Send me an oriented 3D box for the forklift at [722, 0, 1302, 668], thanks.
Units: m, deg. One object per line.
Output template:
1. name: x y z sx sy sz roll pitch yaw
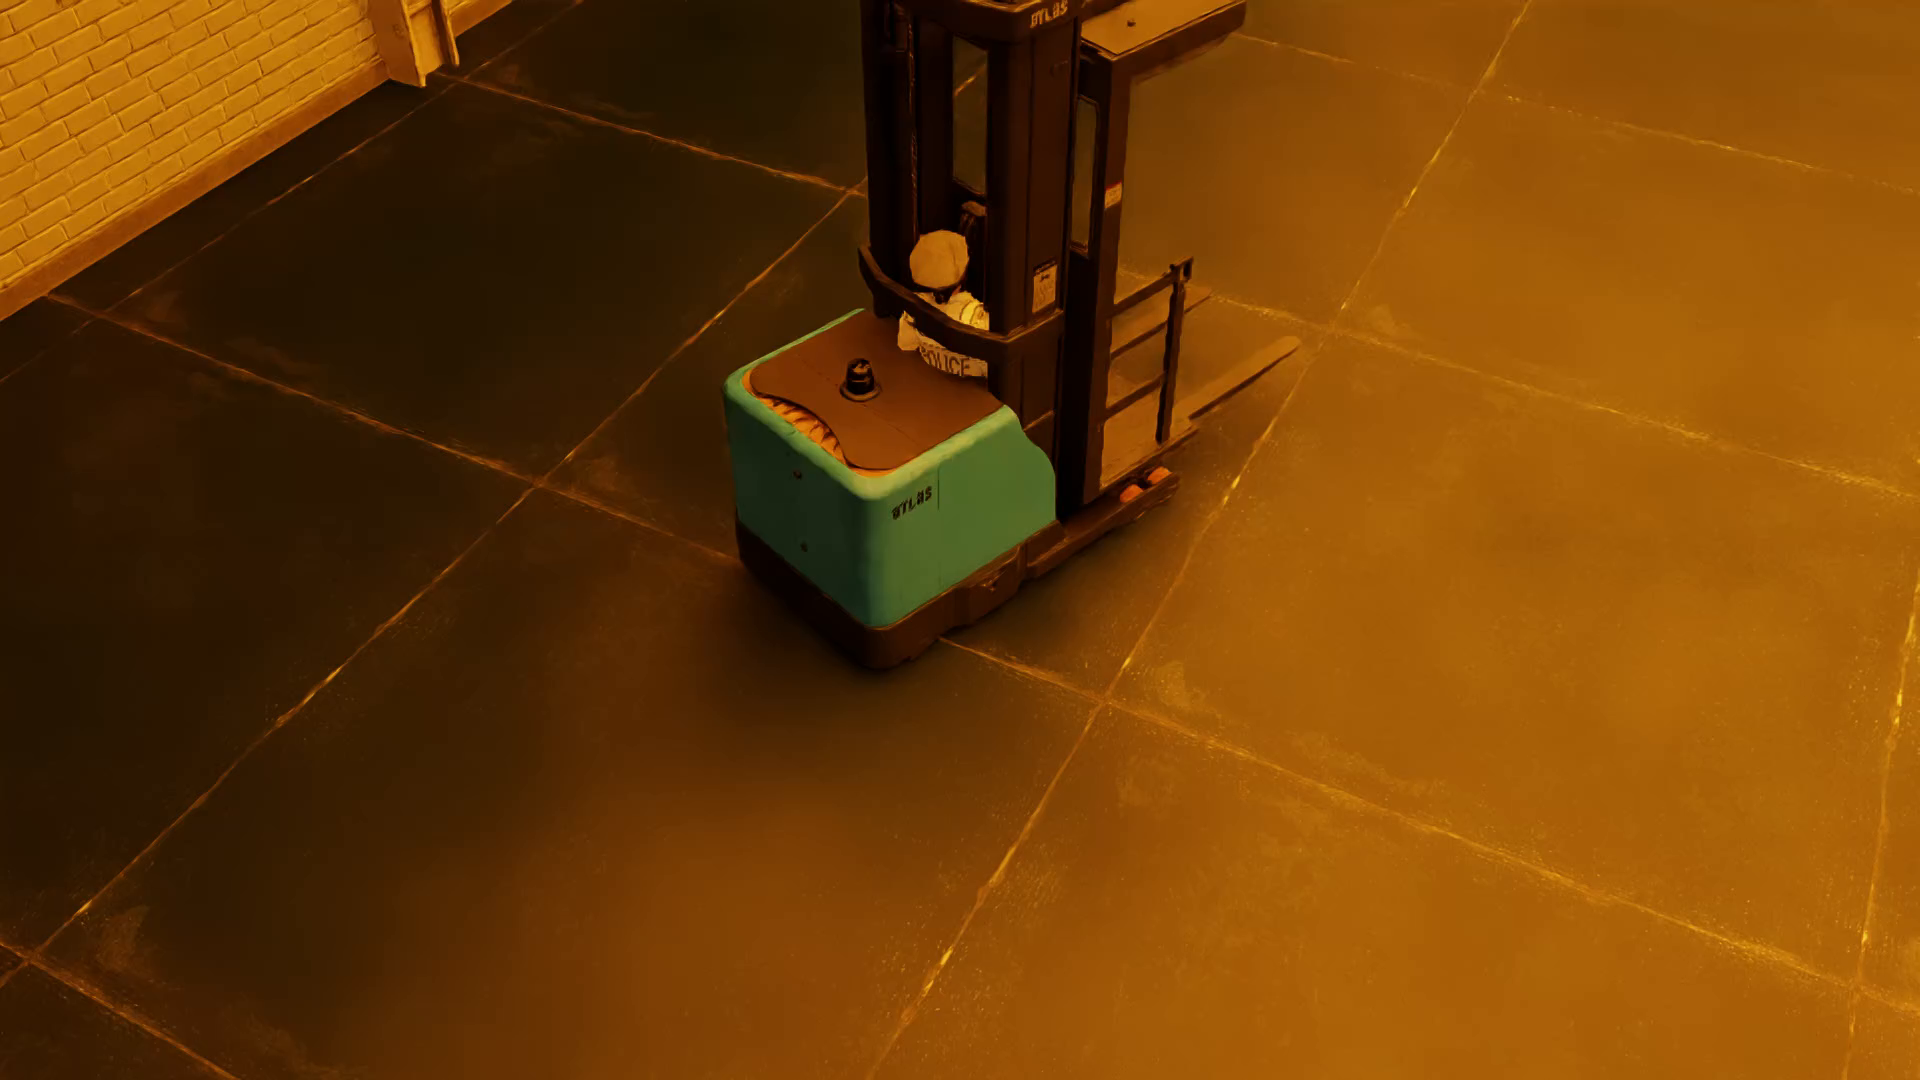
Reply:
1. forklift: 0.416 -1.399 7.139 3.031 2.935 1.130 -32 52 -29

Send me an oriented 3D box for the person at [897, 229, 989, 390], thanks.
1. person: 0.033 -0.655 7.239 0.586 1.694 0.571 20 47 20
